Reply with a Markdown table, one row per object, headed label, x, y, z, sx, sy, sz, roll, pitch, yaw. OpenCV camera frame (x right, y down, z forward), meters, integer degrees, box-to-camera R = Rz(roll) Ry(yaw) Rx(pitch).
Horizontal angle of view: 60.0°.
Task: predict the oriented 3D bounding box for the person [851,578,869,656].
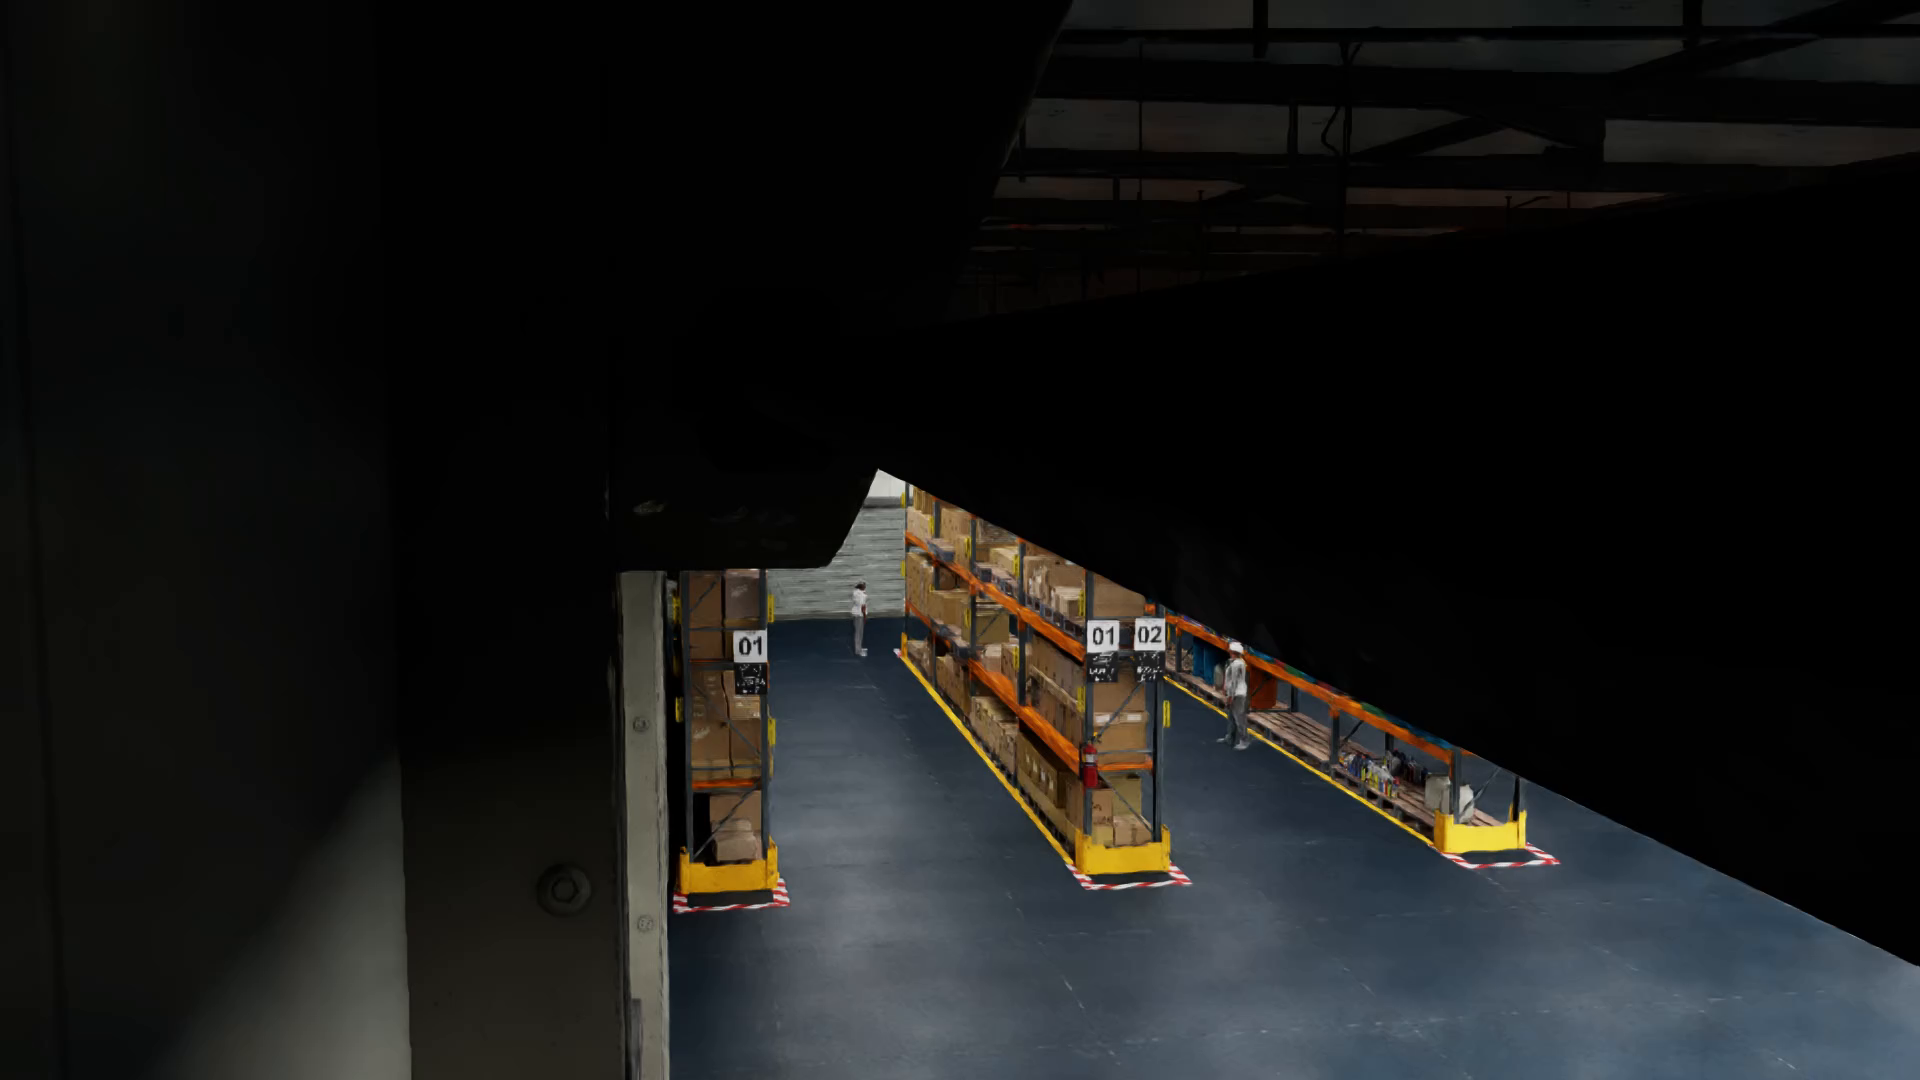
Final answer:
| label | x | y | z | sx | sy | sz | roll | pitch | yaw |
| --- | --- | --- | --- | --- | --- | --- | --- | --- | --- |
| person | -2.172 | 1.687 | 36.640 | 0.441 | 1.680 | 0.552 | -3 | 7 | -29 |

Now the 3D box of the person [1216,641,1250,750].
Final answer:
| label | x | y | z | sx | sy | sz | roll | pitch | yaw |
| --- | --- | --- | --- | --- | --- | --- | --- | --- | --- |
| person | 4.562 | 2.565 | 27.708 | 0.583 | 1.768 | 0.630 | 1 | 6 | 14 |
